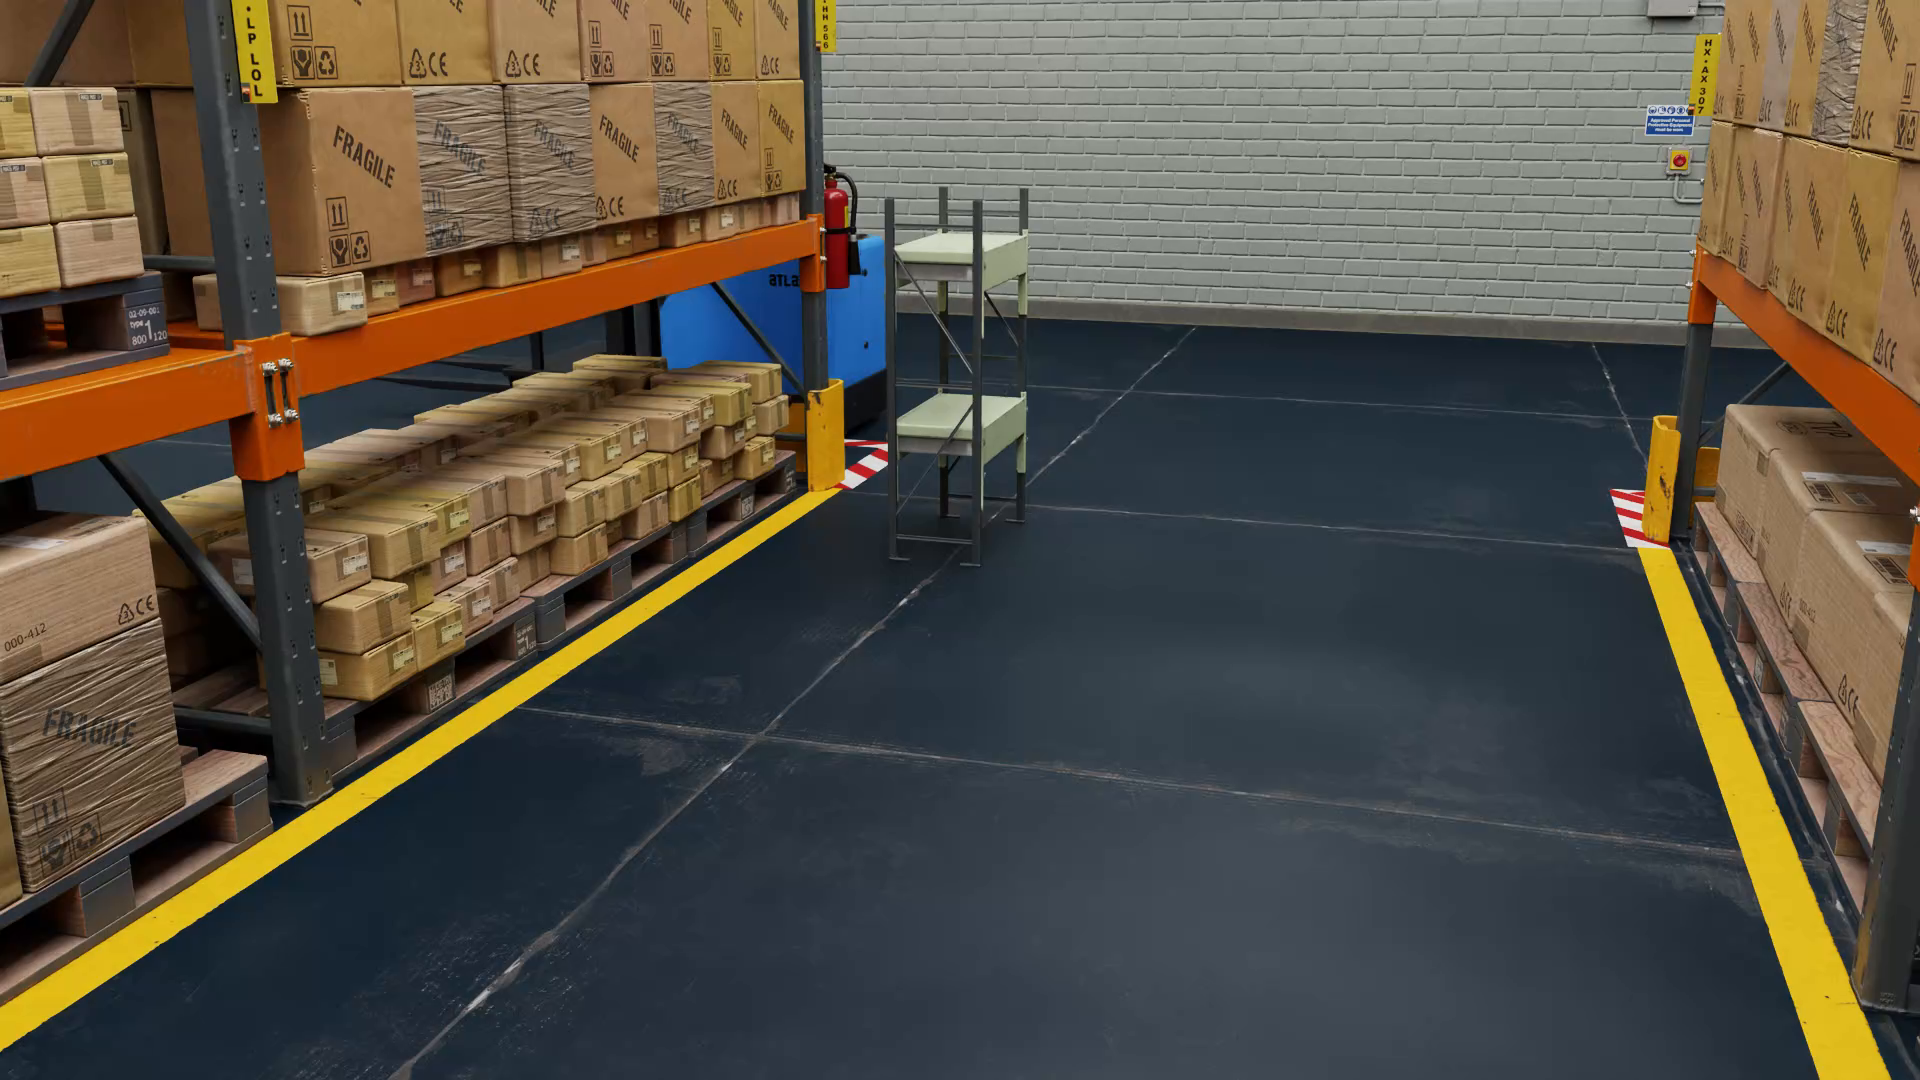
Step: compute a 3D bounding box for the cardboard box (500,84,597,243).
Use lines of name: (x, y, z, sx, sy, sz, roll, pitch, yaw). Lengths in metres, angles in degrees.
cardboard box: (-1.597, -1.300, 5.686, 0.500, 0.500, 0.500, 4, 16, 15)

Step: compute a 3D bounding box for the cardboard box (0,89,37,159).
cardboard box: (-2.293, -0.916, 3.664, 0.380, 0.149, 0.250, 4, 16, 14)

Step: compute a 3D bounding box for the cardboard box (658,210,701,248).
cardboard box: (-1.292, -1.294, 6.854, 0.380, 0.149, 0.250, 4, 16, 13)

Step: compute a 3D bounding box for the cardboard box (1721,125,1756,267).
cardboard box: (3.092, -1.239, 6.017, 0.500, 0.500, 0.500, 4, 16, 15)

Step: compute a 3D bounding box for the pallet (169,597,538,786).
pallet: (-2.133, 0.424, 5.449, 1.003, 0.211, 1.213, 5, 16, 16)

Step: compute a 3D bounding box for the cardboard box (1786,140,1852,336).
cardboard box: (2.641, -0.839, 4.607, 0.500, 0.500, 0.500, 4, 16, 15)

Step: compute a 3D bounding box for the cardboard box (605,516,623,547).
cardboard box: (-1.548, -0.058, 6.490, 0.380, 0.149, 0.250, 5, 17, 17)

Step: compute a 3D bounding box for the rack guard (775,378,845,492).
rack guard: (-1.175, -0.564, 8.400, 1.175, 0.500, 0.348, 5, 16, 16)

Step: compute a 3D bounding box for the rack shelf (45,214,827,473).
rack shelf: (-1.722, -0.917, 6.383, 1.077, 0.370, 4.000, 5, 16, 16)

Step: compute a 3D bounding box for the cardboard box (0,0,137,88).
cardboard box: (-2.416, -1.556, 4.756, 0.500, 0.500, 0.500, 4, 16, 14)

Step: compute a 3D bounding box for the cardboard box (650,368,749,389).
cardboard box: (-1.188, -0.683, 7.606, 0.380, 0.149, 0.250, 5, 17, 17)

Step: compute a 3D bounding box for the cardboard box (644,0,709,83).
cardboard box: (-1.328, -2.050, 6.499, 0.500, 0.500, 0.500, 6, 17, 19)

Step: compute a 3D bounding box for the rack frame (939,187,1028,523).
rack frame: (0.102, -0.816, 7.456, 0.400, 1.500, 0.023, 5, 16, 16)

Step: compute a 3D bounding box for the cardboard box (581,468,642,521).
cardboard box: (-1.453, -0.187, 6.402, 0.380, 0.149, 0.250, 5, 17, 16)

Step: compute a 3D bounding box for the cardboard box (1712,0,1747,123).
cardboard box: (3.212, -1.854, 6.354, 0.500, 0.500, 0.500, 4, 16, 15)

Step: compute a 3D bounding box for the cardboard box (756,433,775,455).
cardboard box: (-1.103, -0.463, 7.918, 0.380, 0.149, 0.250, 5, 17, 17)

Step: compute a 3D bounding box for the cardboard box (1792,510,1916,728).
cardboard box: (3.020, 0.258, 4.848, 0.875, 0.438, 0.875, 4, 16, 14)

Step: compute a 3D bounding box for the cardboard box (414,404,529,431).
cardboard box: (-1.983, -0.446, 6.770, 0.380, 0.149, 0.250, 5, 17, 17)

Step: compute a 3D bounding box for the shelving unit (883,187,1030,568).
shelving unit: (-0.002, -0.720, 7.119, 0.431, 1.500, 0.755, 5, 16, 16)

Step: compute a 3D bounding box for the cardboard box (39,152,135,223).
cardboard box: (-2.214, -0.844, 3.955, 0.380, 0.149, 0.250, 5, 17, 18)

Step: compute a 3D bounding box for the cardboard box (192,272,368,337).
cardboard box: (-1.896, -0.667, 4.646, 0.380, 0.149, 0.250, 5, 17, 18)

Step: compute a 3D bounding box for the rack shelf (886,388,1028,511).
rack shelf: (-0.002, -0.406, 7.208, 0.431, 0.370, 0.720, 5, 16, 16)

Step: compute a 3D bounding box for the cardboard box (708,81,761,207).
cardboard box: (-1.186, -1.705, 7.116, 0.500, 0.500, 0.500, 4, 16, 15)

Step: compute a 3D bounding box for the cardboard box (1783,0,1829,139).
cardboard box: (2.792, -1.453, 4.938, 0.500, 0.500, 0.500, 5, 17, 16)

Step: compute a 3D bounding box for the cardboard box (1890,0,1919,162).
cardboard box: (2.354, -1.056, 3.540, 0.500, 0.500, 0.500, 4, 16, 15)

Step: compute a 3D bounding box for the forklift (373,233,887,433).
forklift: (-1.987, -2.135, 9.486, 3.031, 2.935, 1.130, 5, 17, 16)

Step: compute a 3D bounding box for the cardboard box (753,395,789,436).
cardboard box: (-1.030, -0.599, 7.855, 0.380, 0.149, 0.250, 4, 16, 14)

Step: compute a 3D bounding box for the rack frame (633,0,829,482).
rack frame: (-1.154, -1.786, 8.129, 1.000, 3.000, 0.127, 5, 16, 16)

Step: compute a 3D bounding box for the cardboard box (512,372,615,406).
cardboard box: (-1.786, -0.655, 7.505, 0.380, 0.149, 0.250, 5, 16, 16)

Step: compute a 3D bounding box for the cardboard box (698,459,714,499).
cardboard box: (-1.295, -0.259, 7.202, 0.380, 0.149, 0.250, 5, 17, 16)

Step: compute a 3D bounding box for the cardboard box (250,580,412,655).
cardboard box: (-1.880, 0.217, 4.978, 0.380, 0.149, 0.250, 5, 17, 18)

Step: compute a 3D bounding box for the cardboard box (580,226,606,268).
cardboard box: (-1.537, -1.089, 6.134, 0.380, 0.149, 0.250, 5, 17, 18)

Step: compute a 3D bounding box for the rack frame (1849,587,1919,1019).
rack frame: (2.484, -0.382, 3.180, 1.000, 3.000, 0.127, 5, 16, 16)

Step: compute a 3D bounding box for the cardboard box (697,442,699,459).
cardboard box: (-1.351, -0.401, 7.156, 0.380, 0.149, 0.250, 4, 16, 15)

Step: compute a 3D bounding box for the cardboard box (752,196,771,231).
cardboard box: (-1.082, -1.496, 7.566, 0.380, 0.149, 0.250, 5, 16, 16)

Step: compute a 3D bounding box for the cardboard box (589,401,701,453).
cardboard box: (-1.297, -0.468, 6.848, 0.380, 0.149, 0.250, 5, 17, 18)

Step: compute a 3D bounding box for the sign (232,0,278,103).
sign: (-1.757, -1.254, 4.133, 0.100, 0.325, 0.005, 5, 16, 16)

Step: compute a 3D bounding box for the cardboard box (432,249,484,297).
cardboard box: (-1.786, -0.885, 5.414, 0.380, 0.149, 0.250, 4, 16, 13)

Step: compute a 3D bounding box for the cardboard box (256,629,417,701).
cardboard box: (-1.879, 0.360, 5.019, 0.380, 0.149, 0.250, 4, 16, 13)

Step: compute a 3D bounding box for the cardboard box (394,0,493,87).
cardboard box: (-1.796, -1.648, 5.081, 0.500, 0.500, 0.500, 4, 16, 14)

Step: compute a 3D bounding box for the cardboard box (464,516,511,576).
cardboard box: (-1.780, 0.007, 5.718, 0.380, 0.149, 0.250, 4, 16, 13)

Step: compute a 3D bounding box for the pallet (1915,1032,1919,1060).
pallet: (2.337, 1.167, 2.828, 1.003, 0.211, 1.213, 5, 16, 16)

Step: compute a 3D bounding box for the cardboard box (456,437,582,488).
cardboard box: (-1.633, -0.276, 6.169, 0.380, 0.149, 0.250, 4, 16, 14)

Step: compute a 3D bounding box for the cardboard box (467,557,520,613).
cardboard box: (-1.758, 0.151, 5.756, 0.380, 0.149, 0.250, 4, 16, 15)

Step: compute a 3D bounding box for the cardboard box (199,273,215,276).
cardboard box: (-2.465, -0.787, 5.069, 0.380, 0.149, 0.250, 4, 16, 14)

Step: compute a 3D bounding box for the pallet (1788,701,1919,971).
pallet: (2.775, 0.767, 4.240, 1.003, 0.211, 1.213, 5, 16, 16)

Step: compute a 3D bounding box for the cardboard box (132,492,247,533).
cardboard box: (-2.404, -0.039, 5.336, 0.380, 0.149, 0.250, 5, 17, 17)

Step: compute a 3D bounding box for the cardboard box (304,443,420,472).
cardboard box: (-2.203, -0.245, 6.061, 0.380, 0.149, 0.250, 4, 16, 13)

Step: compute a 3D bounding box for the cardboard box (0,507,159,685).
cardboard box: (-2.260, 0.115, 3.865, 0.500, 0.250, 0.500, 4, 16, 14)

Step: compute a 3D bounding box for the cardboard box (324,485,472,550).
cardboard box: (-1.834, -0.068, 5.436, 0.380, 0.149, 0.250, 4, 16, 15)
